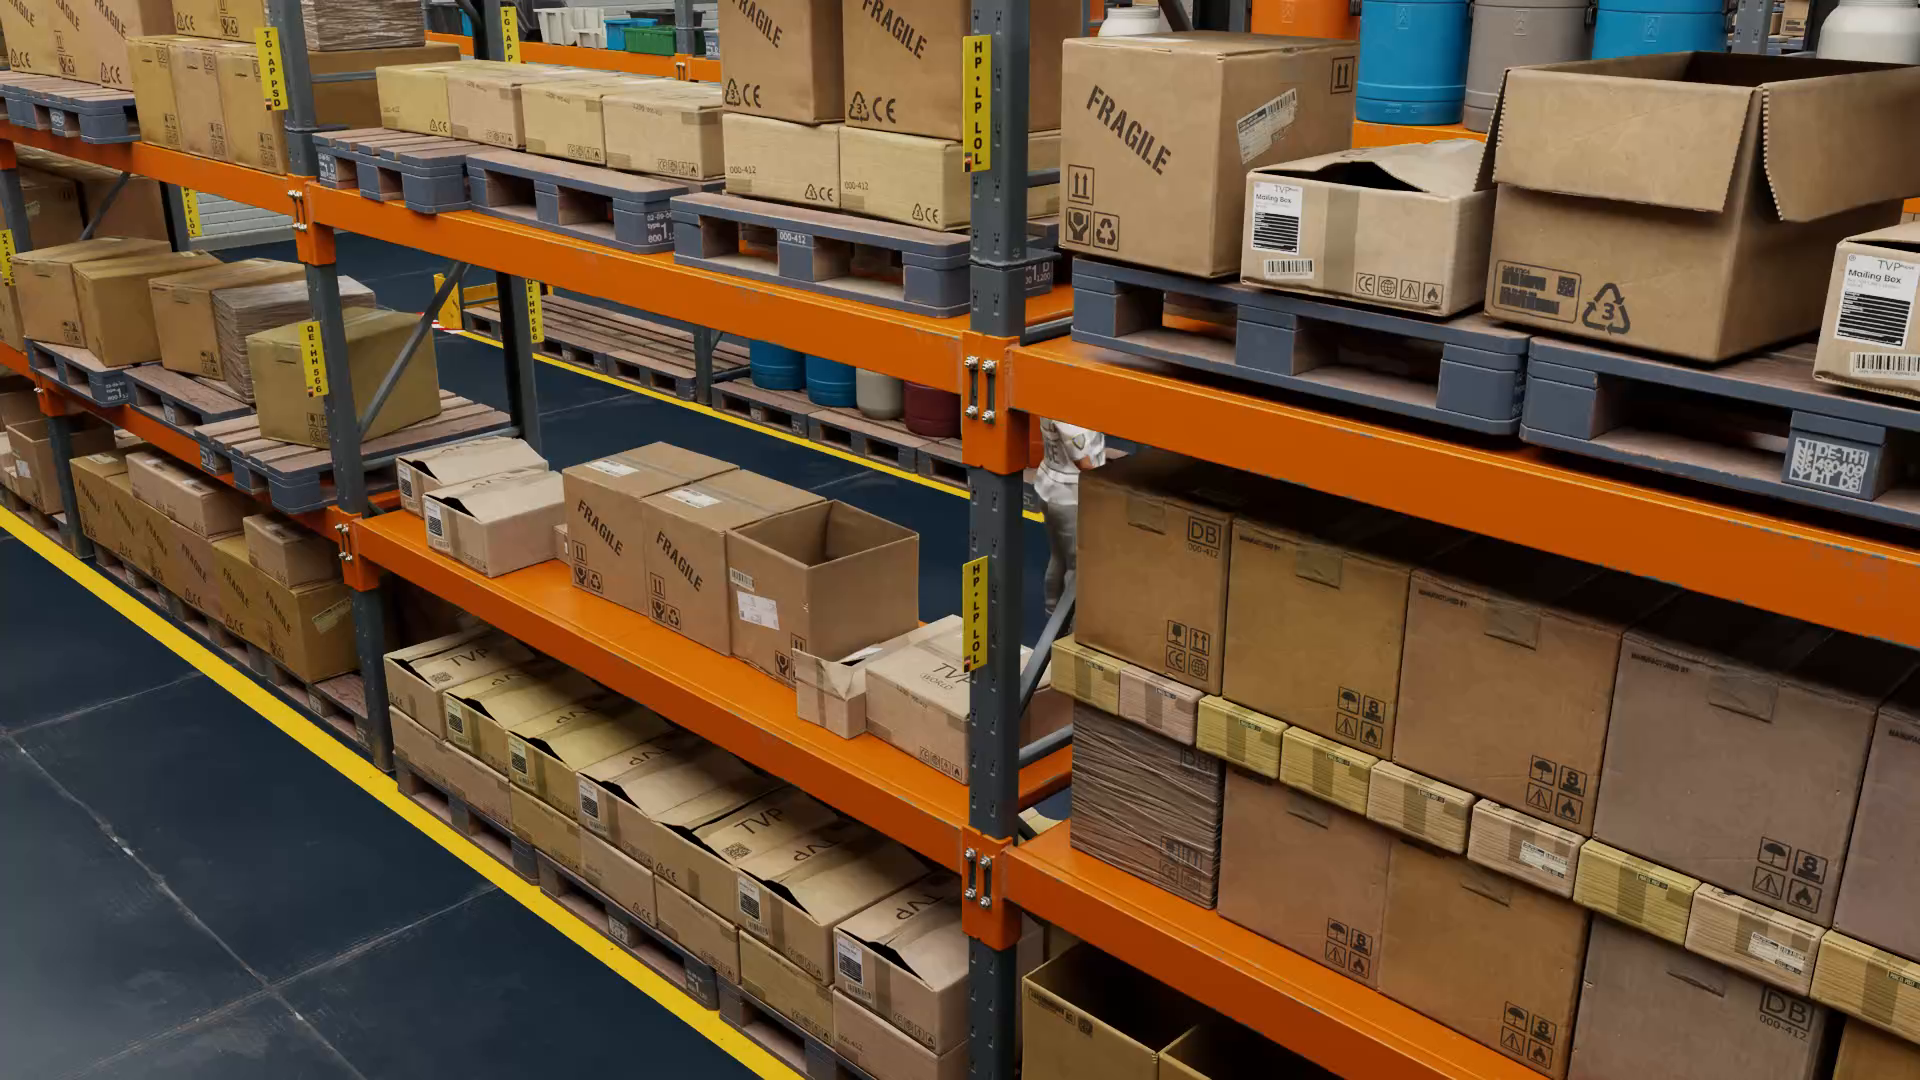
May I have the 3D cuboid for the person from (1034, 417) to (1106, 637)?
[{"bbox_3d":[0.646,-0.224,9.144,0.447,1.675,0.477,-5,21,-14],"label":"person"}]
